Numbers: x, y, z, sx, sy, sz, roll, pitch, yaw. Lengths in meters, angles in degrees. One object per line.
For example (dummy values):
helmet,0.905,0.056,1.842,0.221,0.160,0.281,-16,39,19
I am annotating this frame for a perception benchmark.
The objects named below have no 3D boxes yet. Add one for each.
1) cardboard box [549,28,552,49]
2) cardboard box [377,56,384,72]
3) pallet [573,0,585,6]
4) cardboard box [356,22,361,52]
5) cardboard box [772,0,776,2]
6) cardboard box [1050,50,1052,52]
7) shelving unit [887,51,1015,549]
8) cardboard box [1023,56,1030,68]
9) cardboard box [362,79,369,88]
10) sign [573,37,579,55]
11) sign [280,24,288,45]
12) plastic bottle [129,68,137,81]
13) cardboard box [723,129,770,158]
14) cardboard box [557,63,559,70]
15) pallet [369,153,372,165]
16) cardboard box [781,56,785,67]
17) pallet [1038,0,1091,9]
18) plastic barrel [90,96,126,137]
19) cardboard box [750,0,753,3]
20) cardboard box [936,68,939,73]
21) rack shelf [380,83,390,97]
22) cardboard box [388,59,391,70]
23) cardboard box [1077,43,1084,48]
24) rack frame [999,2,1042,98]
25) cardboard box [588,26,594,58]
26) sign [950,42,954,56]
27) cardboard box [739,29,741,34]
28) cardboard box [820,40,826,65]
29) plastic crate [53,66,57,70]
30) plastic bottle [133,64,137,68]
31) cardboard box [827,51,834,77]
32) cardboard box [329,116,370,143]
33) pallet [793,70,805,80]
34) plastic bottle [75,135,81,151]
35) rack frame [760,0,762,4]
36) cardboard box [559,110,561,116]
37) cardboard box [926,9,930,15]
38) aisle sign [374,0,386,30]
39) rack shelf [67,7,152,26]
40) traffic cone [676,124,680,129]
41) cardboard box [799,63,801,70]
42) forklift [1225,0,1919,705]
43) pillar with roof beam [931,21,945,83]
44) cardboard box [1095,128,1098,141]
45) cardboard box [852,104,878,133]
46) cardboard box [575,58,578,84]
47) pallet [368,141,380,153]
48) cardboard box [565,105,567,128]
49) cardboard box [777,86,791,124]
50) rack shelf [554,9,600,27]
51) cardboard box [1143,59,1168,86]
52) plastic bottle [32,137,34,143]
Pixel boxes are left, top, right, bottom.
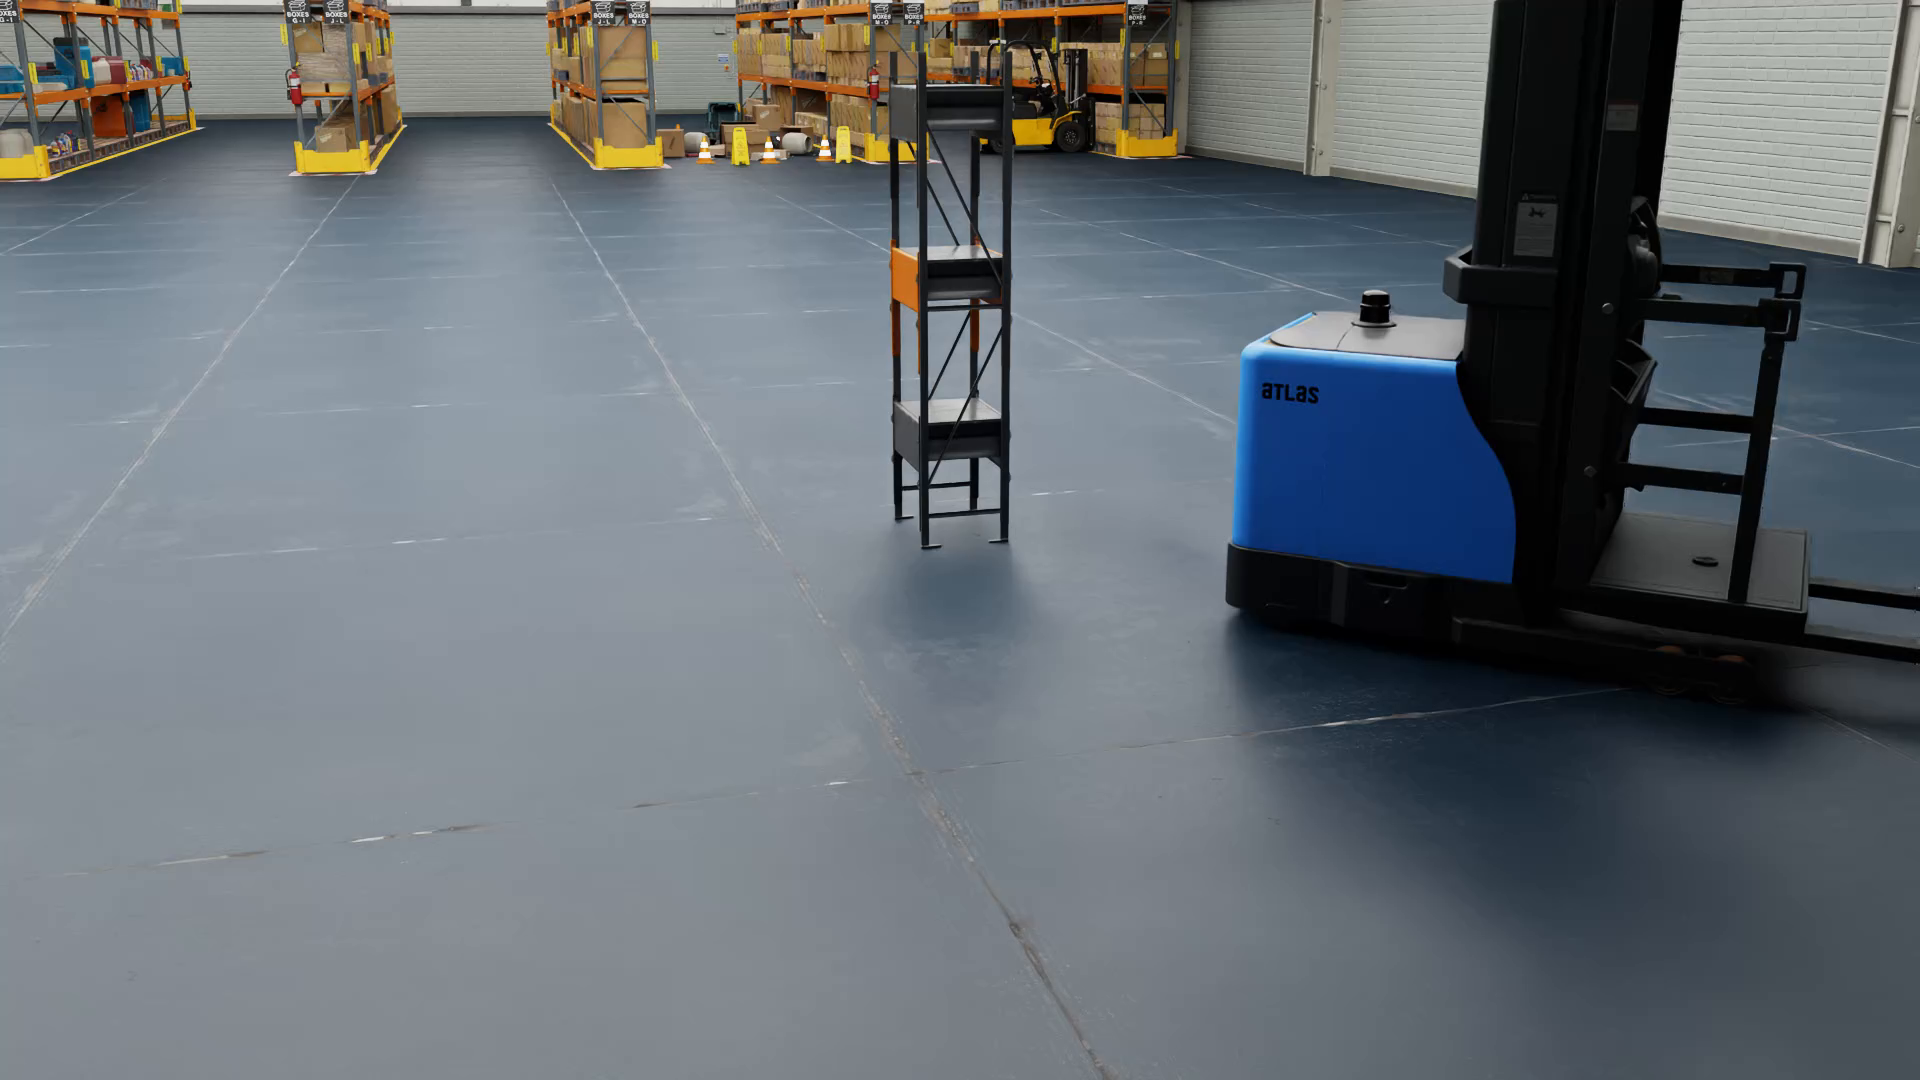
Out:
cardboard box,-10.149,-12.754,42.269,0.500,0.500,0.500,-5,17,-16
cardboard box,-13.177,-10.564,37.233,0.500,0.500,0.500,-5,17,-15
pallet,-7.285,-10.790,33.278,0.805,0.209,1.217,-5,18,-17
cardboard box,-10.841,-8.845,29.255,0.500,0.500,0.500,-5,17,-15
cardboard box,-4.116,-12.872,38.971,0.500,0.500,0.500,-5,17,-15
cardboard box,2.122,-10.514,35.938,0.380,0.149,0.250,-5,17,-16
shelving unit,-0.045,-1.051,7.302,0.431,2.100,0.503,-5,17,-15
cardboard box,1.733,-10.716,37.305,0.500,0.250,0.500,-4,17,-14
cardboard box,-11.194,-8.471,30.875,0.380,0.149,0.250,-5,17,-15
sign,-7.504,-9.667,32.544,0.100,0.325,0.005,-5,17,-15
sign,-11.222,-8.393,27.616,0.100,0.325,0.005,-5,17,-15
plastic bottle,-17.833,-10.016,35.797,0.152,0.276,0.135,-5,17,-15
cardboard box,-4.071,-7.599,31.874,0.637,0.503,0.797,11,20,32
cardboard box,-8.940,-10.767,37.787,0.380,0.149,0.250,-5,18,-18
pallet,-10.893,-6.638,29.184,1.003,0.211,1.213,-5,17,-15
cardboard box,-3.875,-11.144,38.730,0.500,0.250,0.500,-5,17,-17
pallet,2.263,-11.596,35.962,0.805,0.209,1.217,-5,18,-17
plastic barrel,-17.794,-8.842,34.716,0.600,0.830,0.708,-5,17,-15
cardboard box,-5.142,-14.098,42.881,0.500,0.500,0.500,-4,17,-14
cardboard box,-0.418,-12.597,44.613,0.380,0.149,0.250,-5,17,-15
rack shelf,-13.431,-10.147,37.267,1.077,0.370,4.000,-5,17,-15
cardboard box,-14.266,-11.683,40.877,0.500,0.250,0.500,-5,17,-15
cardboard box,2.627,-10.114,34.089,0.380,0.149,0.250,-5,17,-16
rack frame,1.419,-11.115,39.240,1.000,3.000,0.127,-5,17,-15
cardboard box,-6.191,-8.929,29.825,0.875,0.550,0.550,-5,17,-15
sign,-0.200,-12.591,42.649,0.100,0.325,0.005,-5,17,-15
cardboard box,-5.720,-13.652,44.646,0.380,0.149,0.250,-4,17,-14
cardboard box,-2.601,-10.116,34.495,0.500,0.500,0.500,-5,17,-16
plastic crate,-17.147,-8.713,31.271,0.392,0.384,0.575,-5,17,-15
plastic bottle,-18.314,-10.389,36.911,0.144,0.351,0.185,-5,17,-15
cardboard box,-2.401,-9.662,33.711,0.500,0.500,0.500,-5,17,-15
cardboard box,-11.930,-8.017,32.506,0.700,0.500,0.500,-6,18,-20
pallet,-3.055,-10.441,37.330,1.213,0.211,1.003,-5,17,-15
plastic bottle,-16.095,-7.243,30.307,0.061,0.283,0.133,-4,17,-12
rack frame,-4.452,-14.701,40.751,1.000,3.000,0.127,-5,17,-15
cardboard box,-9.662,-10.523,40.977,0.380,0.149,0.250,-6,18,-18
cardboard box,-0.716,-14.246,44.886,0.380,0.149,0.250,-5,17,-15
aisle sign,-14.811,-13.439,42.460,0.394,0.787,0.004,-5,17,-15
rack shelf,-18.193,-11.192,35.532,1.077,0.370,4.000,-5,17,-15
traffic cone,-5.902,-8.471,34.849,0.336,0.463,0.334,-5,17,-15
cardboard box,-3.366,-10.537,37.025,0.380,0.149,0.250,-6,18,-19
forklift,2.576,-1.022,5.760,3.031,2.935,1.130,8,19,26
pillar with roof beam,-4.794,-16.678,47.331,9.100,9.000,0.400,-5,17,-15
cardboard box,2.928,-8.169,33.482,0.500,0.250,0.500,-5,17,-15
cardboard box,-1.772,-8.097,31.940,0.500,0.500,0.500,-4,17,-13
cardboard box,-7.525,-9.507,33.712,0.500,0.500,0.500,-5,17,-16
pallet,-11.997,-7.711,32.757,1.003,0.211,1.213,-5,17,-15
cardboard box,-8.817,-9.756,38.333,0.500,0.500,0.500,-6,18,-18
cardboard box,-3.949,-10.597,40.480,0.875,0.875,0.875,-4,17,-14
rack shelf,-8.634,-11.947,38.048,1.077,0.370,4.000,-5,17,-15
cardboard box,3.748,-9.109,32.388,0.500,0.500,0.500,-4,17,-13
plastic bottle,-16.566,-7.057,29.710,0.097,0.271,0.097,0,17,0
